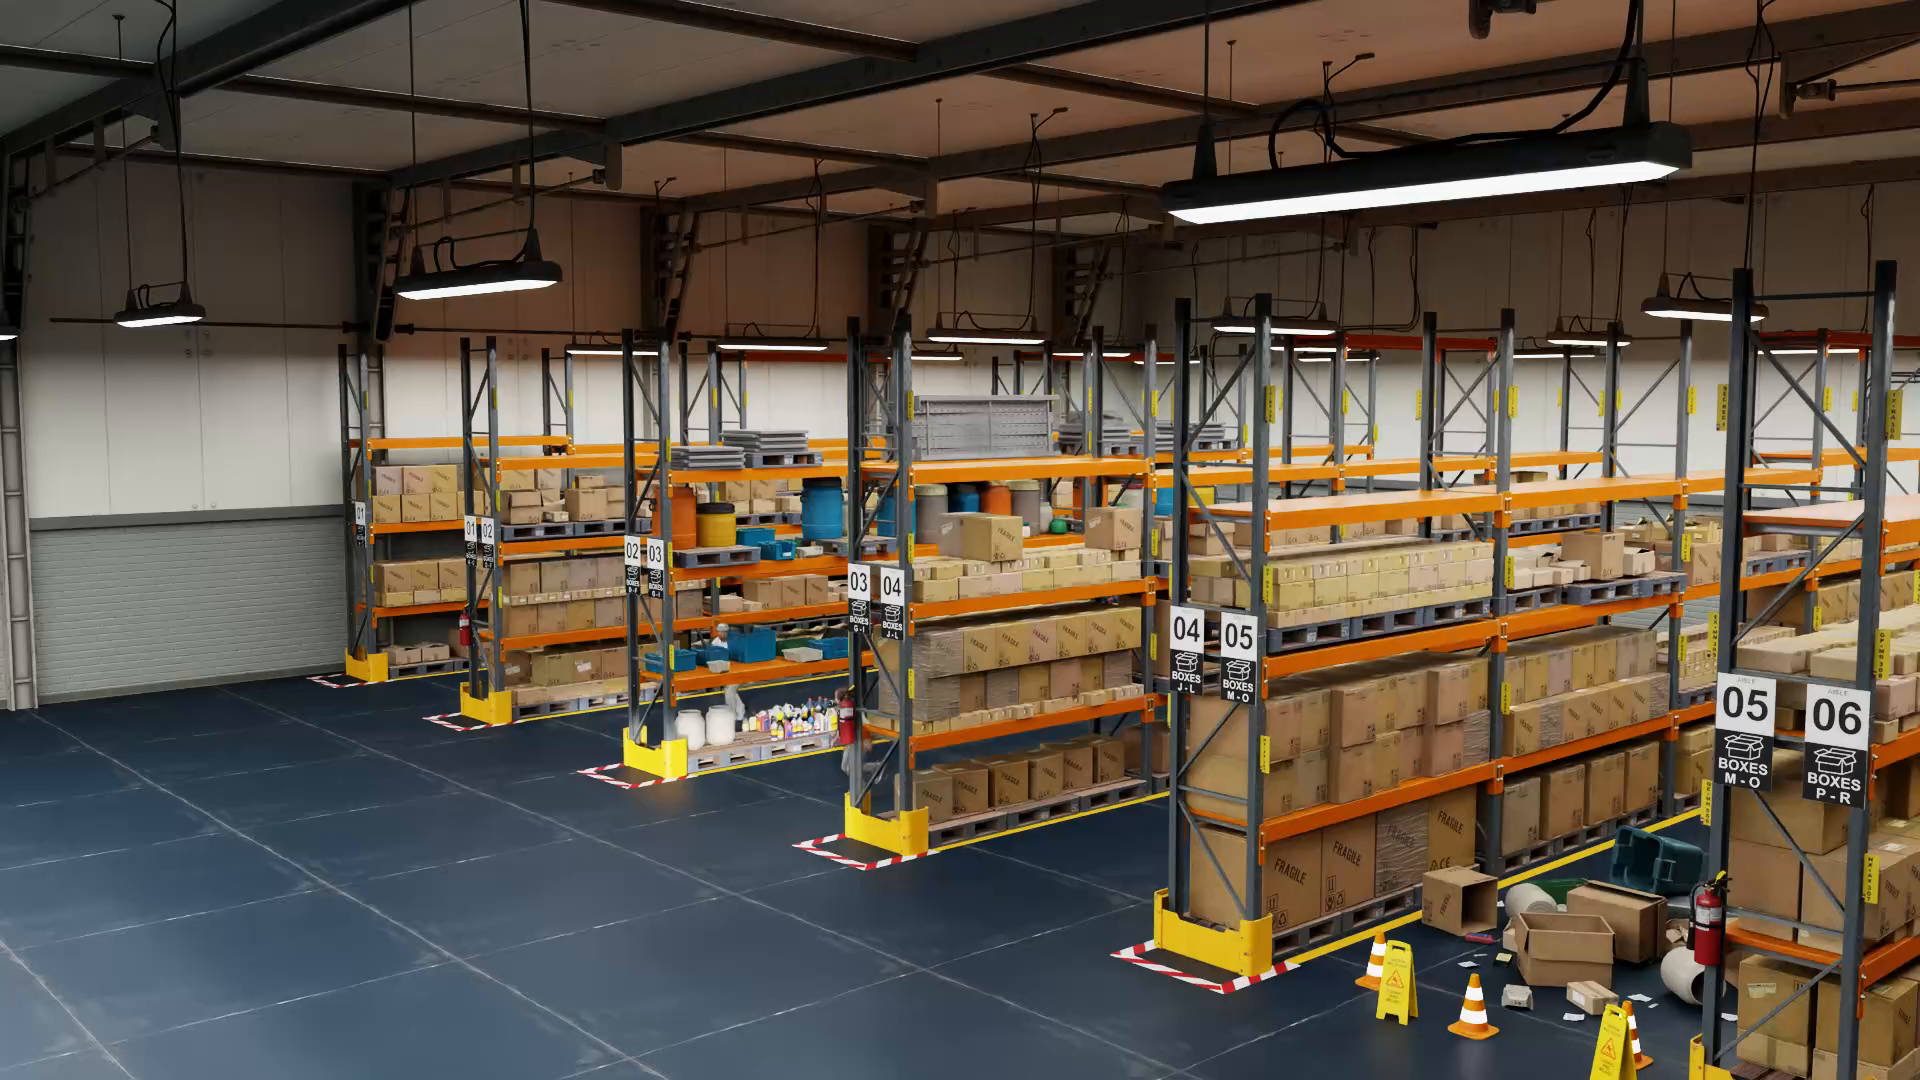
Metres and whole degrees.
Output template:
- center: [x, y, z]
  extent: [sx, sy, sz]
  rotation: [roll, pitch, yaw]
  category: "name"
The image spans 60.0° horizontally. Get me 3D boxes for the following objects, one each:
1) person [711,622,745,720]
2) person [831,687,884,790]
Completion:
- center: [-3.526, 2.064, 25.625]
  extent: [0.603, 1.644, 0.943]
  rotation: [2, 6, 25]
  category: "person"
- center: [-1.264, 2.556, 20.980]
  extent: [0.701, 1.448, 0.559]
  rotation: [-3, 6, -29]
  category: "person"
